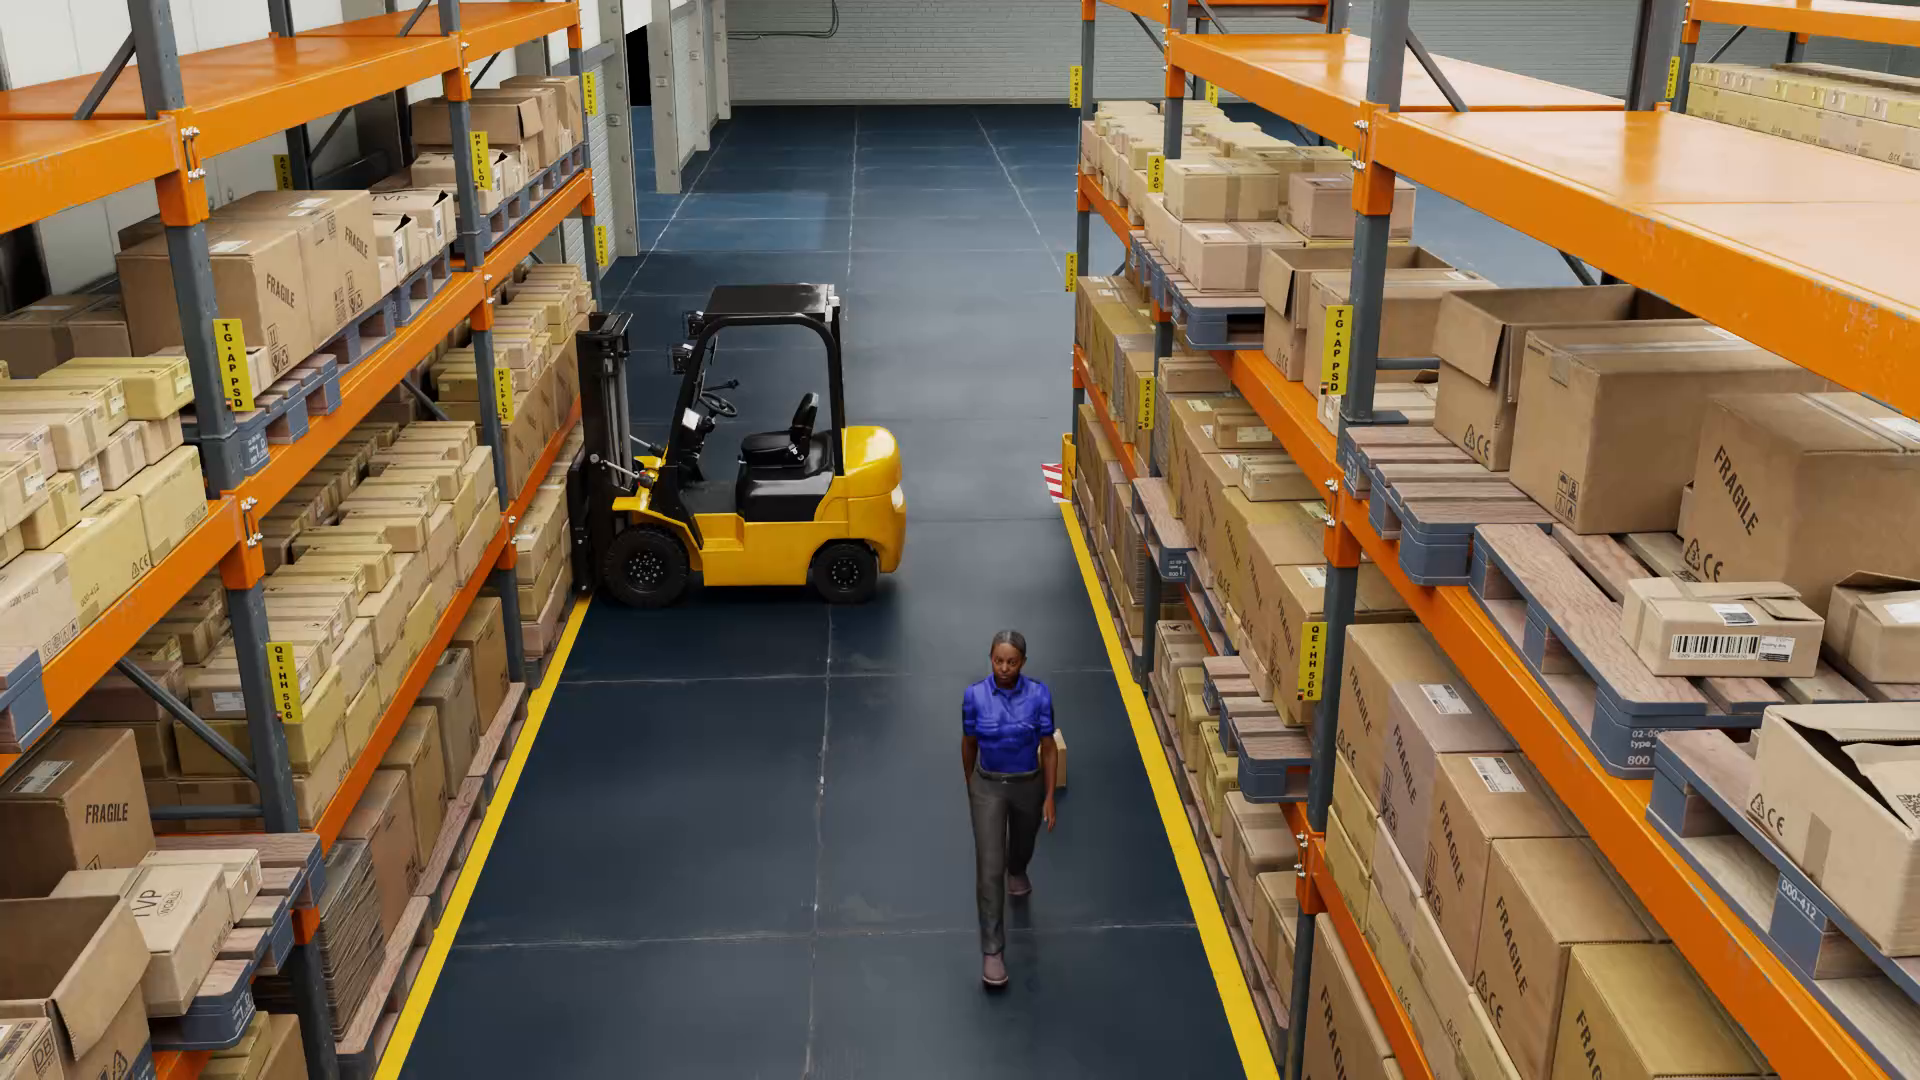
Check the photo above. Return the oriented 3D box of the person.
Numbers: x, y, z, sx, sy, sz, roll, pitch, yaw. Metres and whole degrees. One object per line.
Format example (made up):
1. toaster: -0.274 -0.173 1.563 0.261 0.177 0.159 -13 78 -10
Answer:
1. person: 0.237 1.184 7.916 0.447 1.604 0.989 -1 21 -3
